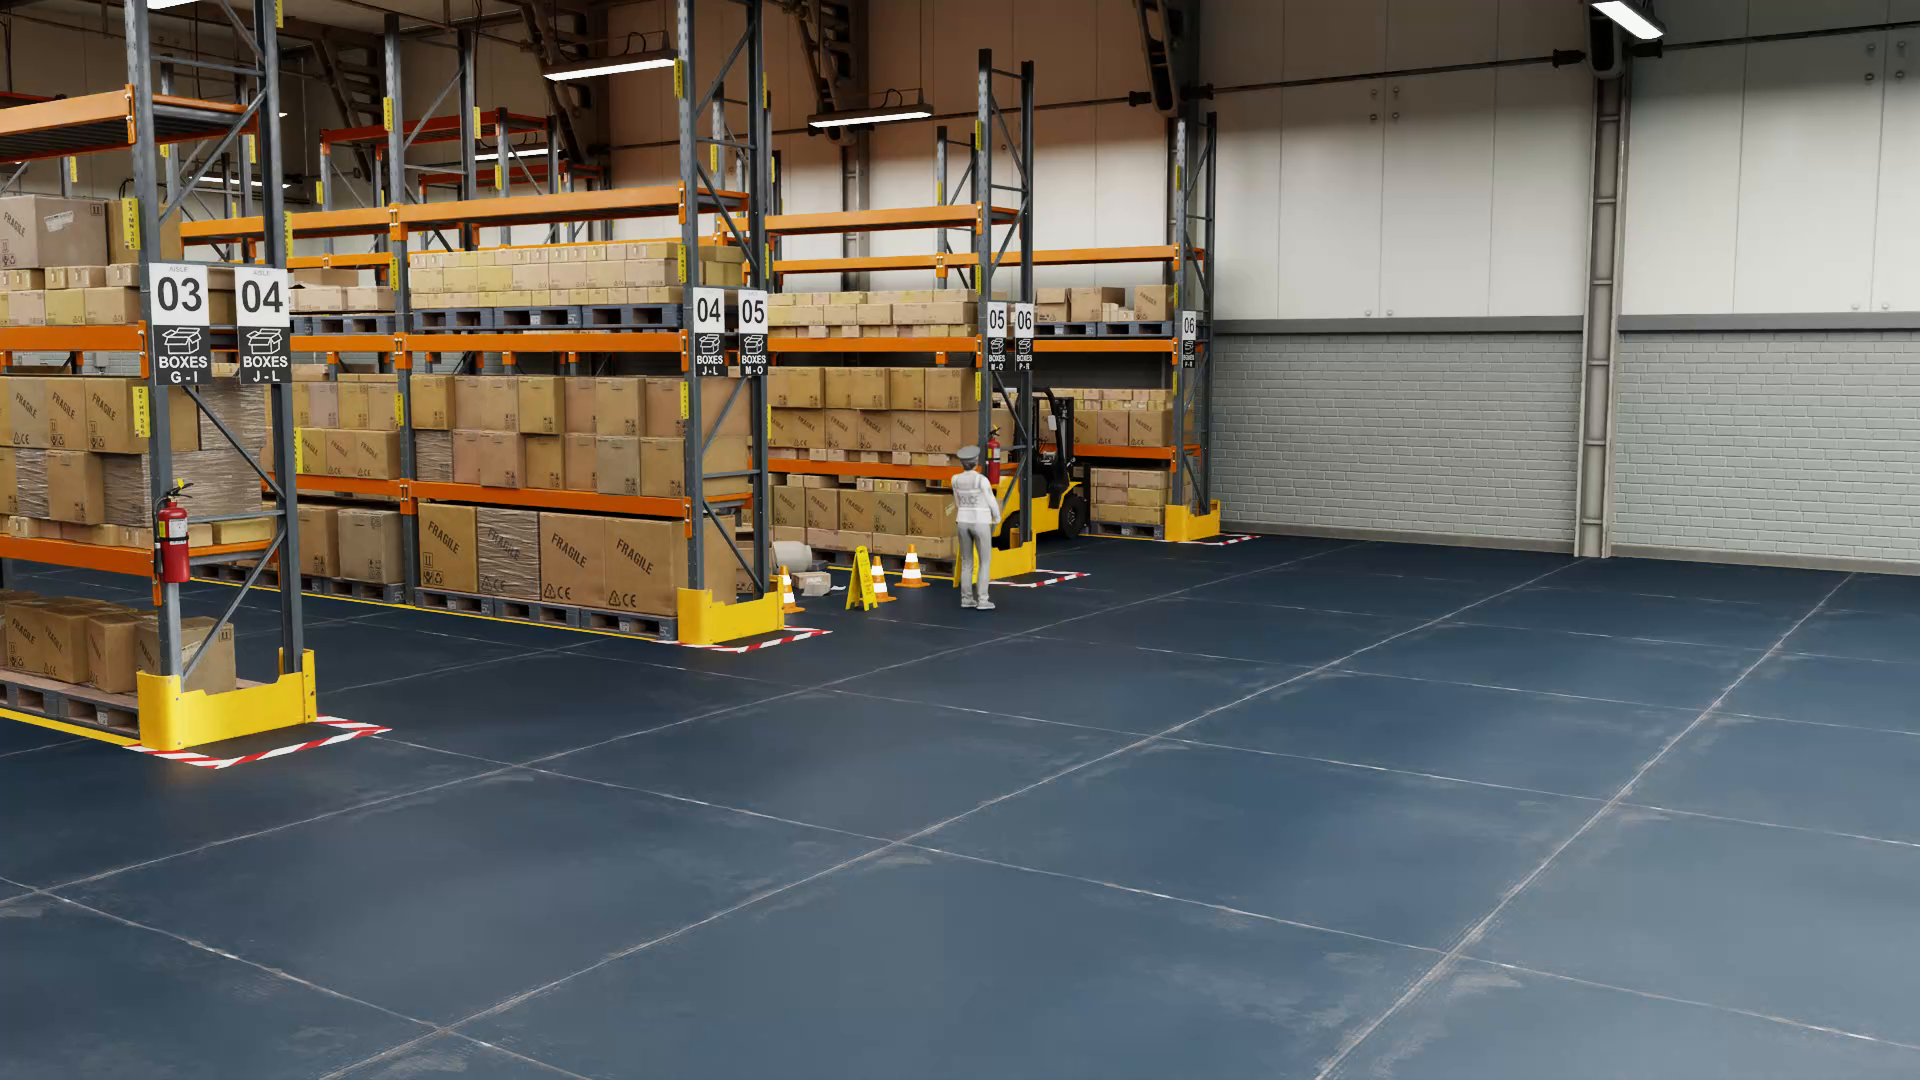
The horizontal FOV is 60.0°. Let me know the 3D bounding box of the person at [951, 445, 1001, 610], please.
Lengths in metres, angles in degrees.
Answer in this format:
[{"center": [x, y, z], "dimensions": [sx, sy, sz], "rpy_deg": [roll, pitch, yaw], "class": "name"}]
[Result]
[{"center": [0.175, -0.135, 17.108], "dimensions": [0.459, 1.686, 0.553], "rpy_deg": [3, 7, 28], "class": "person"}]
